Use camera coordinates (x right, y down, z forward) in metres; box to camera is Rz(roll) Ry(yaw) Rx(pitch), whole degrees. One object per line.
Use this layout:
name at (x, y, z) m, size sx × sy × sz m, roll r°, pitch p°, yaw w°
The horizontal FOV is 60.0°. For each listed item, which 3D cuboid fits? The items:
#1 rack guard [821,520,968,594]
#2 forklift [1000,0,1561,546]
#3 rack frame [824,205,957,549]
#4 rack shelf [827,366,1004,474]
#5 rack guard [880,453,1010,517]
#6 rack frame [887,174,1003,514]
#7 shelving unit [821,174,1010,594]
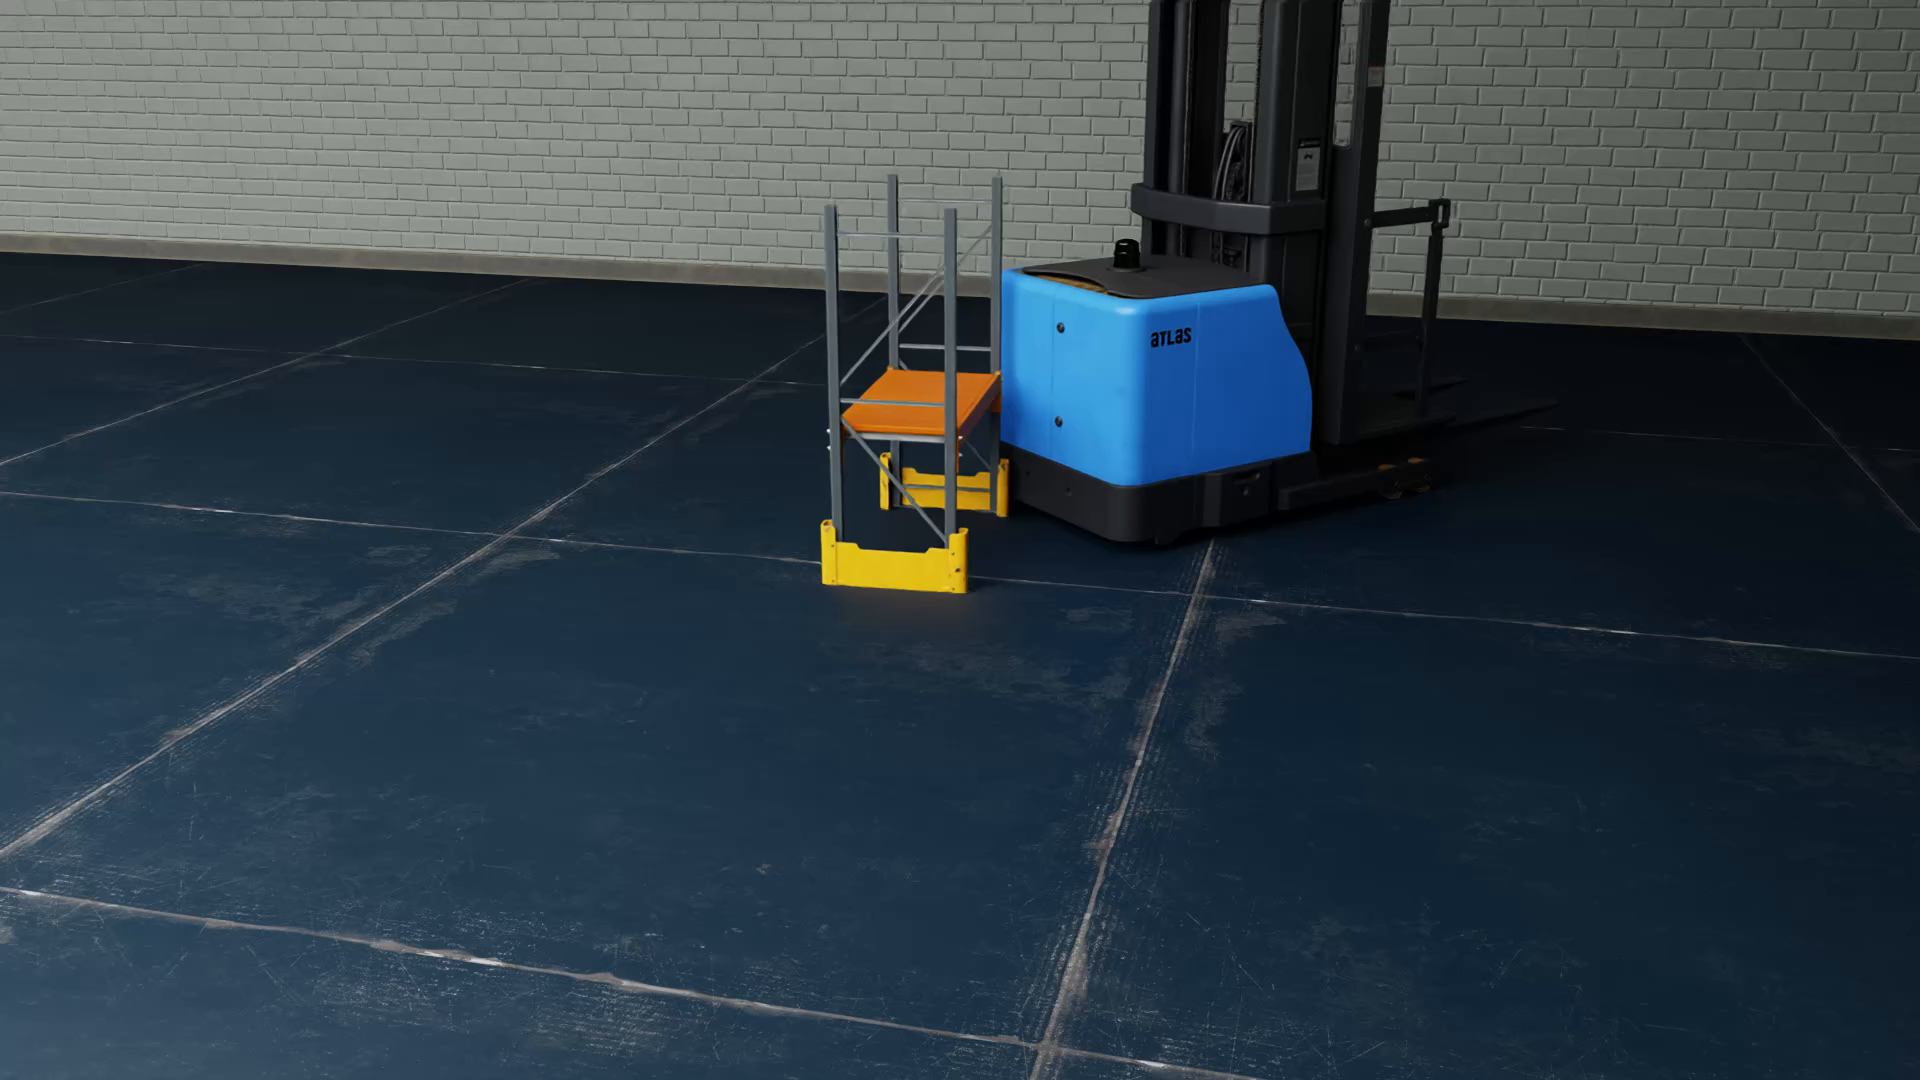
rack guard at (-0.259, 0.066, 6.606) m, size 0.587 × 0.250 × 0.087 m, roll 4°, pitch 19°, yaw 10°
forklift at (1.651, -1.705, 7.646) m, size 3.031 × 2.935 × 1.130 m, roll -12°, pitch 22°, yaw -31°
rack frame at (-0.259, -0.525, 6.403) m, size 0.500 × 1.500 × 0.032 m, roll 4°, pitch 19°, yaw 10°
rack shelf at (-0.163, -0.516, 6.934) m, size 0.538 × 0.185 × 1.000 m, roll 4°, pitch 19°, yaw 10°
rack guard at (-0.070, -0.250, 7.532) m, size 0.587 × 0.250 × 0.087 m, roll 4°, pitch 19°, yaw 10°
rack frame at (-0.066, -0.847, 7.348) m, size 0.500 × 1.500 × 0.032 m, roll 4°, pitch 19°, yaw 10°
shelving unit at (-0.165, -0.683, 6.867) m, size 0.587 × 1.500 × 1.083 m, roll 4°, pitch 19°, yaw 10°
